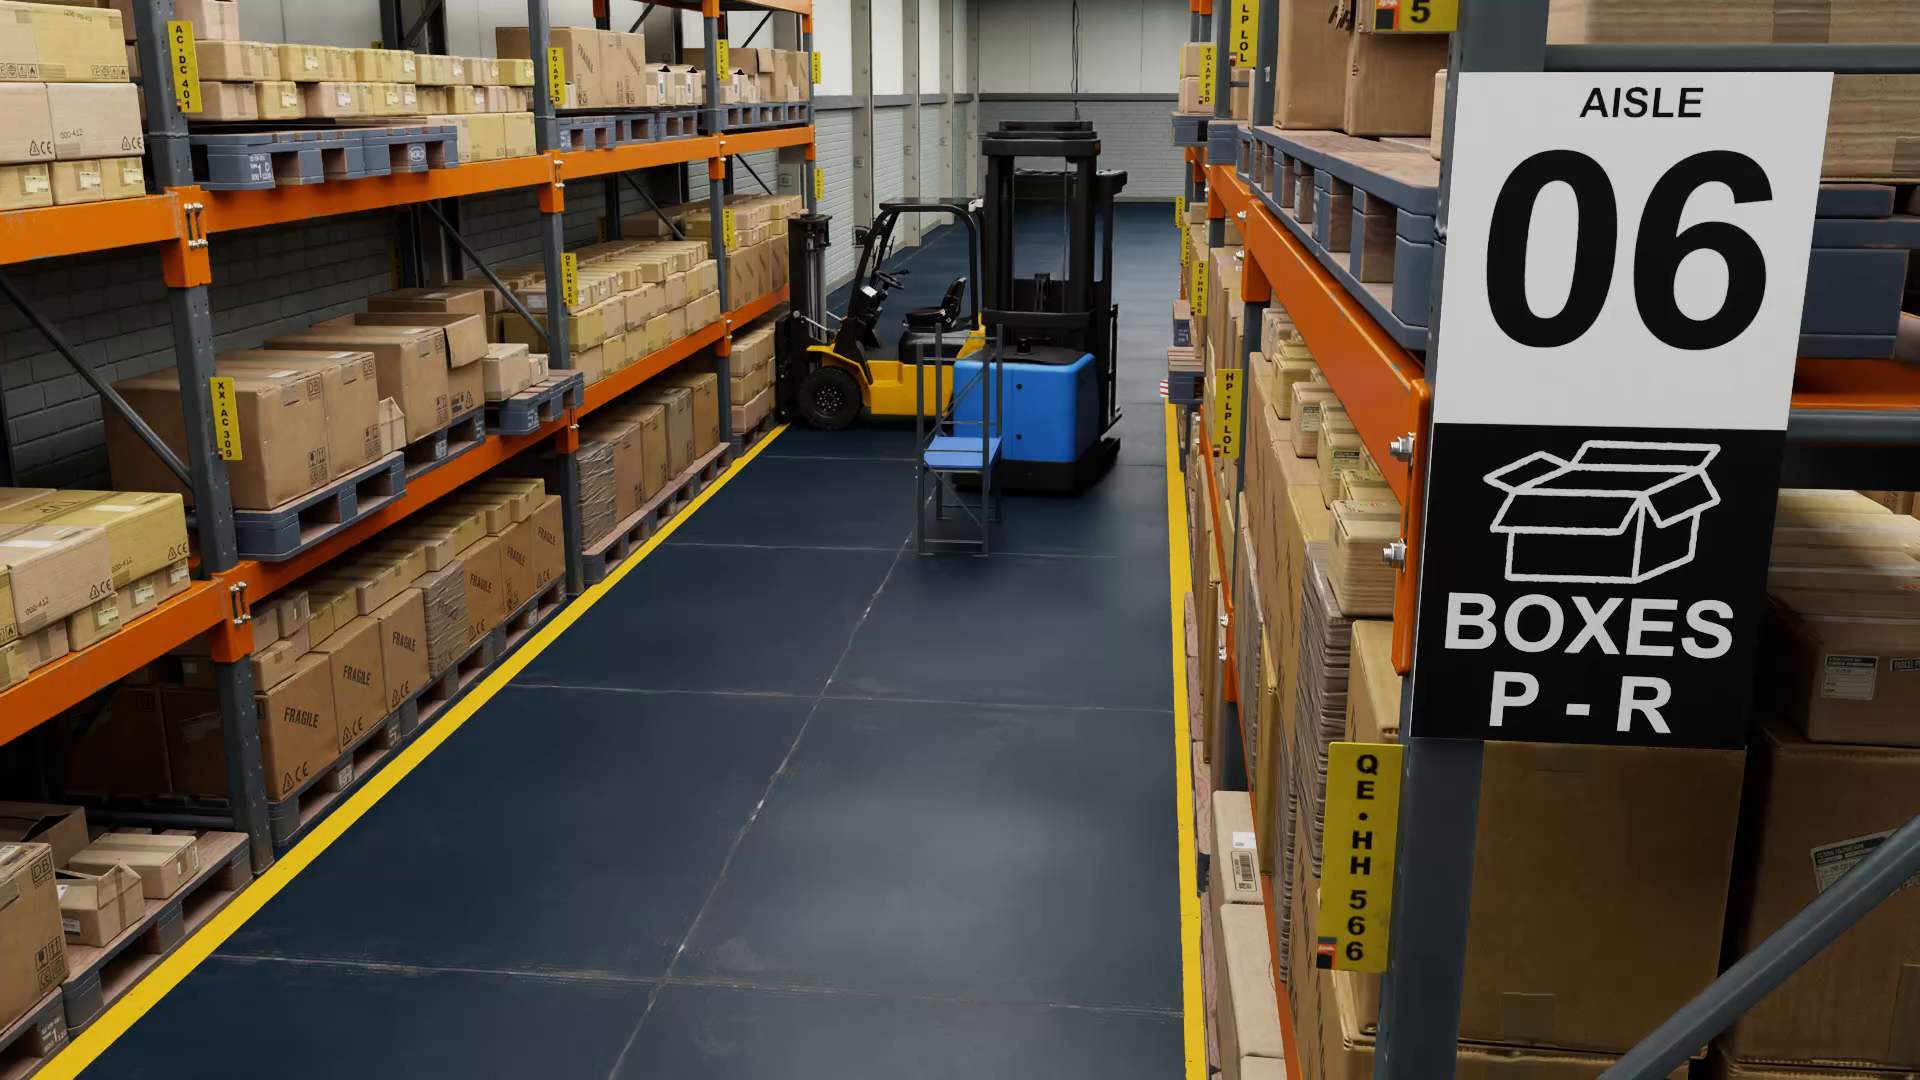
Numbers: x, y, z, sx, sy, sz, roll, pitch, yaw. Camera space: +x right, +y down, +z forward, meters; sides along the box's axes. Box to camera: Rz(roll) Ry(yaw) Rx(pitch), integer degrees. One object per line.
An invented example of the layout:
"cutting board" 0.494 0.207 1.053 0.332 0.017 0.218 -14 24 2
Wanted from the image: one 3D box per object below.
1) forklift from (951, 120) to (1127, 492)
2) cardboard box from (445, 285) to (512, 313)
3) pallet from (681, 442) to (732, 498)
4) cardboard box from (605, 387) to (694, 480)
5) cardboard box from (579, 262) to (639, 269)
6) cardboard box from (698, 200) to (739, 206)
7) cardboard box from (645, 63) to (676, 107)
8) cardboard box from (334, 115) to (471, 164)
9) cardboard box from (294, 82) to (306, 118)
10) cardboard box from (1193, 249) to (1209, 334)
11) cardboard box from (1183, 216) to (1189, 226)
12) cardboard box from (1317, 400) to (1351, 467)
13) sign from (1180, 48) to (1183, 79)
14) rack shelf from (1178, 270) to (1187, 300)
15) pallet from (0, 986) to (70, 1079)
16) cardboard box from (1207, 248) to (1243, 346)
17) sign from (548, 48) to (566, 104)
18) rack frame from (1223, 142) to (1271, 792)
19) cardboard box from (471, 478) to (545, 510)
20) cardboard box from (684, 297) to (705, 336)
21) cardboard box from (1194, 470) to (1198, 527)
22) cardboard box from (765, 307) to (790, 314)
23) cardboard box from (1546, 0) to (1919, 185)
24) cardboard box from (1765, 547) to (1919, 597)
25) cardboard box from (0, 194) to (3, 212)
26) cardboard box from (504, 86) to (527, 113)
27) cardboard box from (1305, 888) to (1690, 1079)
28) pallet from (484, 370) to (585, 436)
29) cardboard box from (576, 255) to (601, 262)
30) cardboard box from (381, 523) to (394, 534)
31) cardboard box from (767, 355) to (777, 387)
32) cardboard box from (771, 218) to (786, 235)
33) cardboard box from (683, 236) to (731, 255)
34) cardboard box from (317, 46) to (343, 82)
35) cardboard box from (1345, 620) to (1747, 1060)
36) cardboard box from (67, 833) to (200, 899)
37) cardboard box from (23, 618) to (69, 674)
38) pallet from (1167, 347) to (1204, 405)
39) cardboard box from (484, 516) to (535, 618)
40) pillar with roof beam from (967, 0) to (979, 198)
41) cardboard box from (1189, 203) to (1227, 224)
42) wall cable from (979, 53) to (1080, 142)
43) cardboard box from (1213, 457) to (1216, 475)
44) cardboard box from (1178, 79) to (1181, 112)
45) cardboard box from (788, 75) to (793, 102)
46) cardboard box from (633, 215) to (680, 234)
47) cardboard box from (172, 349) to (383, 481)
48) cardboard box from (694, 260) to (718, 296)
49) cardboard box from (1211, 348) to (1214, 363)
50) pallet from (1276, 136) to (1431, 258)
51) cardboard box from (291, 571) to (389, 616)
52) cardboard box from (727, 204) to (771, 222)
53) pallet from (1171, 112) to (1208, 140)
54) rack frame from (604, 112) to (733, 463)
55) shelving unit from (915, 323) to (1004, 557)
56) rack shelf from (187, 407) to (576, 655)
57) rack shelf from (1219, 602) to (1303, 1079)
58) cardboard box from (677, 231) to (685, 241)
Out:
"forklift" 0.818 -2.143 14.471 1.130 2.935 3.031 4 16 15
"cardboard box" -3.129 -1.558 10.745 0.380 0.149 0.250 2 15 8
"pallet" -2.557 -0.606 13.998 1.003 0.211 1.213 2 15 6
"cardboard box" -2.656 -0.864 13.355 0.875 0.625 0.625 2 15 6
"cardboard box" -2.567 -1.948 12.184 0.380 0.149 0.250 2 15 6
"cardboard box" -2.438 -3.337 16.753 0.380 0.149 0.250 2 15 8
"cardboard box" -2.439 -3.406 12.440 0.500 0.311 0.500 1 15 4
"cardboard box" -2.893 -2.082 8.656 0.500 0.250 0.500 2 15 6
"cardboard box" -2.992 -1.847 6.987 0.380 0.149 0.250 2 15 7
"cardboard box" 1.791 -1.617 10.828 0.500 0.500 0.500 1 15 5
"cardboard box" 2.487 -2.979 16.672 0.500 0.500 0.500 2 15 8
"cardboard box" 1.045 -0.230 3.915 0.380 0.149 0.250 2 15 8
"sign" 2.332 -4.922 17.198 0.100 0.325 0.005 2 15 6
"rack shelf" 2.645 -2.170 15.820 1.077 0.370 4.000 2 15 6
"pallet" -3.629 1.772 5.204 1.003 0.211 1.213 2 15 6
"cardboard box" 1.669 -1.372 9.381 0.500 0.500 0.500 1 15 4
"sign" -2.425 -2.788 9.988 0.100 0.325 0.005 2 15 6
"rack frame" 1.517 0.076 6.135 1.000 3.000 0.127 2 15 6
"cardboard box" -2.768 -0.280 10.194 0.380 0.149 0.250 1 15 4
"cardboard box" -2.361 -1.803 13.370 0.500 0.250 0.500 2 15 6
"cardboard box" 2.117 -0.234 11.509 0.950 0.372 0.625 1 15 5
"cardboard box" -1.855 -2.278 17.389 0.500 0.250 0.500 2 15 7
"cardboard box" 1.027 -0.633 2.300 0.500 0.250 0.500 0 15 1
"cardboard box" 1.339 0.115 2.639 0.380 0.149 0.250 2 15 8
"cardboard box" -3.265 -1.098 5.210 0.380 0.149 0.250 2 15 6
"cardboard box" -2.765 -2.576 9.718 0.380 0.149 0.250 2 15 7
"cardboard box" 0.857 0.932 2.777 0.500 0.500 0.500 2 15 7
"pallet" -2.971 -0.836 9.876 1.213 0.211 1.003 2 15 6
"cardboard box" -2.962 -2.092 12.717 0.380 0.149 0.250 2 15 6
"cardboard box" -3.461 -0.087 9.479 0.380 0.149 0.250 1 15 4
"cardboard box" -2.029 -1.638 15.979 0.500 0.250 0.500 2 15 6
"cardboard box" -1.943 -3.111 16.488 0.380 0.149 0.250 2 15 7
"cardboard box" -2.216 -2.581 14.525 0.380 0.149 0.250 1 15 5
"cardboard box" -2.913 -2.059 7.197 0.380 0.149 0.250 1 15 5
"cardboard box" 0.883 0.450 2.643 0.500 0.500 0.500 2 15 8
"cardboard box" -3.187 1.257 6.423 0.380 0.149 0.250 1 15 5
"cardboard box" -3.270 0.346 5.619 0.380 0.149 0.250 2 15 8
"pallet" 1.943 -1.057 10.692 1.213 0.211 1.003 2 15 6
"cardboard box" -2.865 0.143 9.872 0.500 0.500 0.500 1 15 5
"pillar with roof beam" 4.627 -13.578 45.135 9.100 9.000 0.400 2 15 6
"cardboard box" 2.015 -2.595 13.204 0.380 0.149 0.250 2 15 6
"wall cable" 1.996 -12.931 48.691 3.097 2.526 0.112 2 15 6
"cardboard box" 1.558 -0.500 8.552 0.500 0.250 0.500 2 15 8
"cardboard box" 1.955 -3.438 12.865 0.500 0.250 0.500 1 15 5
"cardboard box" -1.882 -4.526 16.669 0.396 0.266 0.258 2 15 6
"cardboard box" -2.708 -2.805 14.784 0.380 0.149 0.250 1 15 5
"cardboard box" -3.080 -0.573 7.540 0.700 0.500 0.500 2 15 7
"cardboard box" -2.314 -2.178 13.801 0.500 0.250 0.500 1 15 5
"cardboard box" 1.606 -0.872 8.971 0.500 0.250 0.500 2 15 8
"pallet" 1.274 -0.802 3.804 1.003 0.211 1.213 2 15 6
"cardboard box" -3.056 0.260 8.195 0.380 0.149 0.250 2 15 6
"cardboard box" -2.060 -3.190 16.207 0.380 0.149 0.250 2 15 7
"pallet" 2.244 -3.199 12.861 1.213 0.211 1.003 2 15 6
"rack frame" -2.513 -2.144 14.345 1.000 3.000 0.127 2 15 6
"shelving unit" 0.010 -0.746 12.048 0.538 1.500 1.048 2 15 6
"rack shelf" -3.190 -0.241 8.684 1.077 0.370 4.000 2 15 6
"rack shelf" 1.291 0.942 4.310 1.077 0.370 4.000 2 15 6
"cardboard box" -2.700 -2.731 15.081 0.380 0.149 0.250 2 15 8
